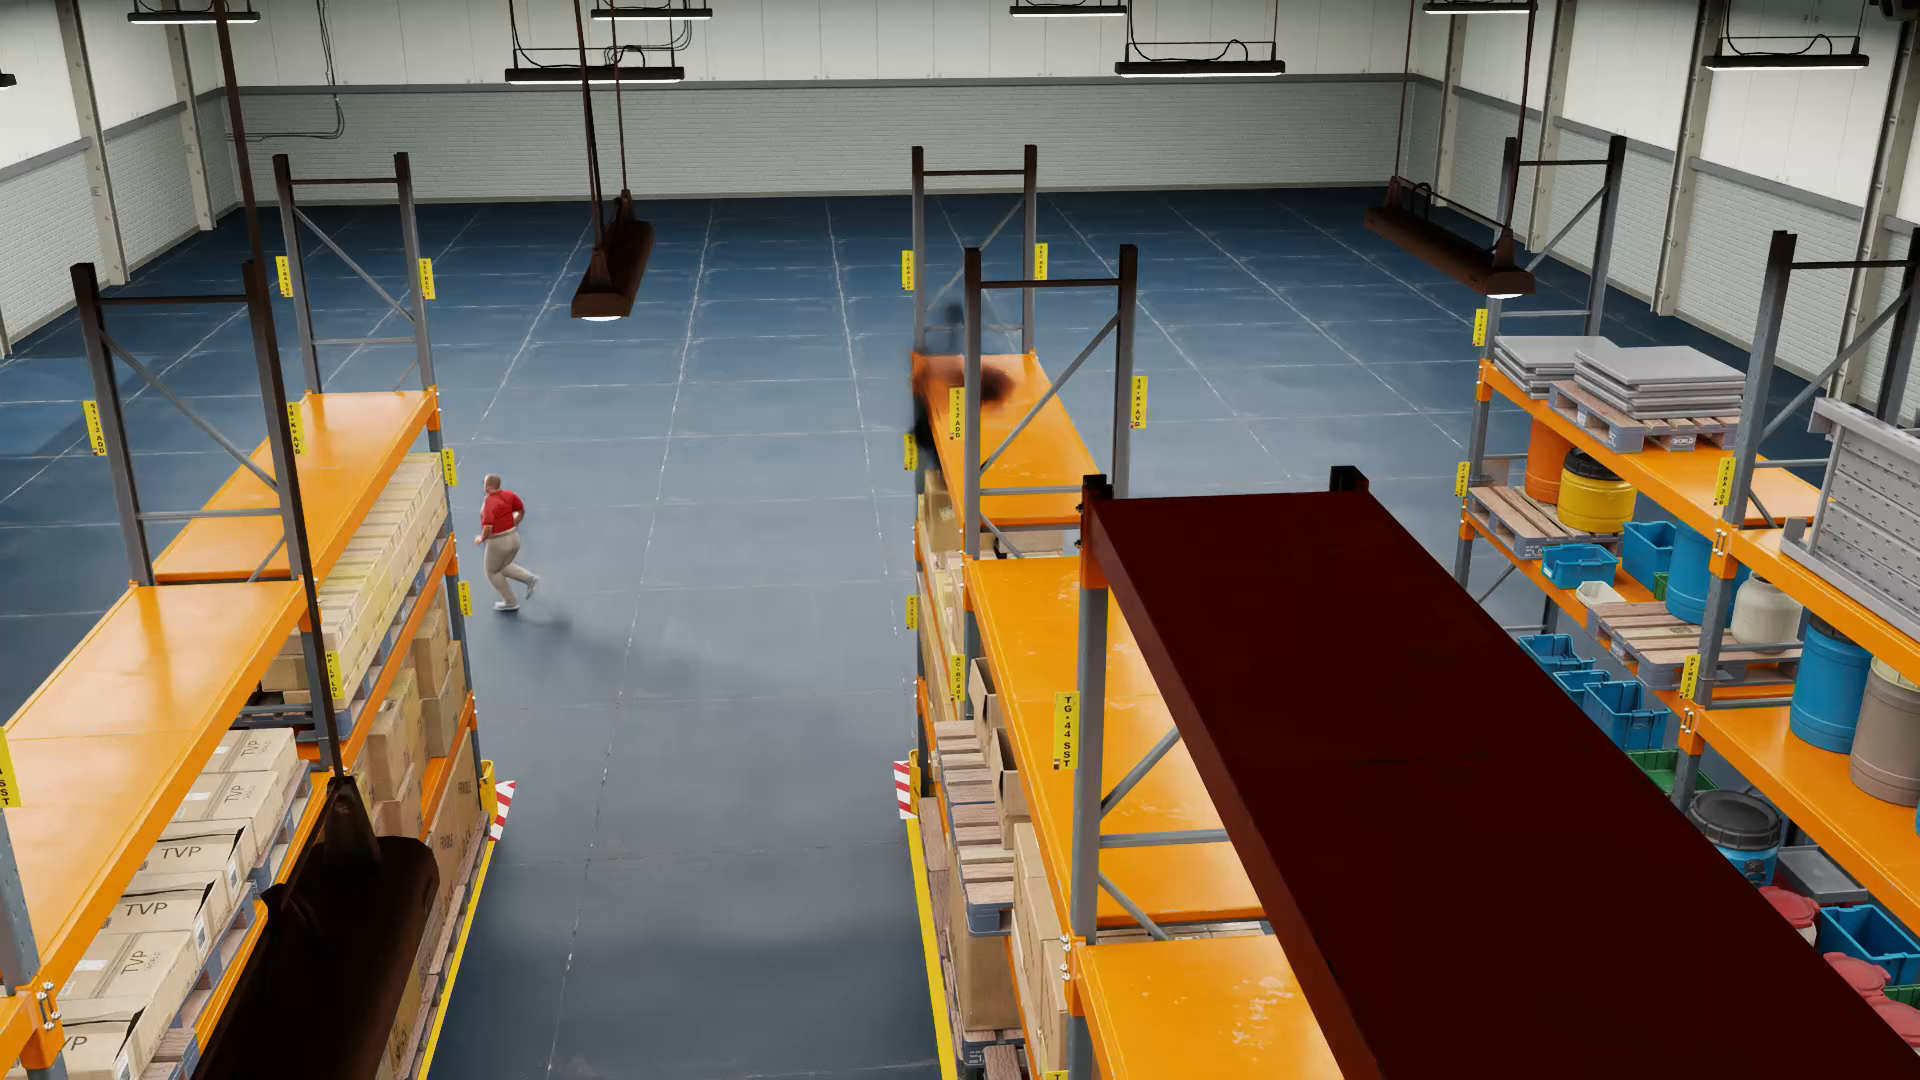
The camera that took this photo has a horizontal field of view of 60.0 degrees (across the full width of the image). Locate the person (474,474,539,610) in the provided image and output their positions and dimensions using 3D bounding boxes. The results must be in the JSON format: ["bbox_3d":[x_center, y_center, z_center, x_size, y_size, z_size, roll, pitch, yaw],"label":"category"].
[{"bbox_3d":[-5.285,0.034,19.316,0.634,1.679,0.648,9,23,22],"label":"person"}]
